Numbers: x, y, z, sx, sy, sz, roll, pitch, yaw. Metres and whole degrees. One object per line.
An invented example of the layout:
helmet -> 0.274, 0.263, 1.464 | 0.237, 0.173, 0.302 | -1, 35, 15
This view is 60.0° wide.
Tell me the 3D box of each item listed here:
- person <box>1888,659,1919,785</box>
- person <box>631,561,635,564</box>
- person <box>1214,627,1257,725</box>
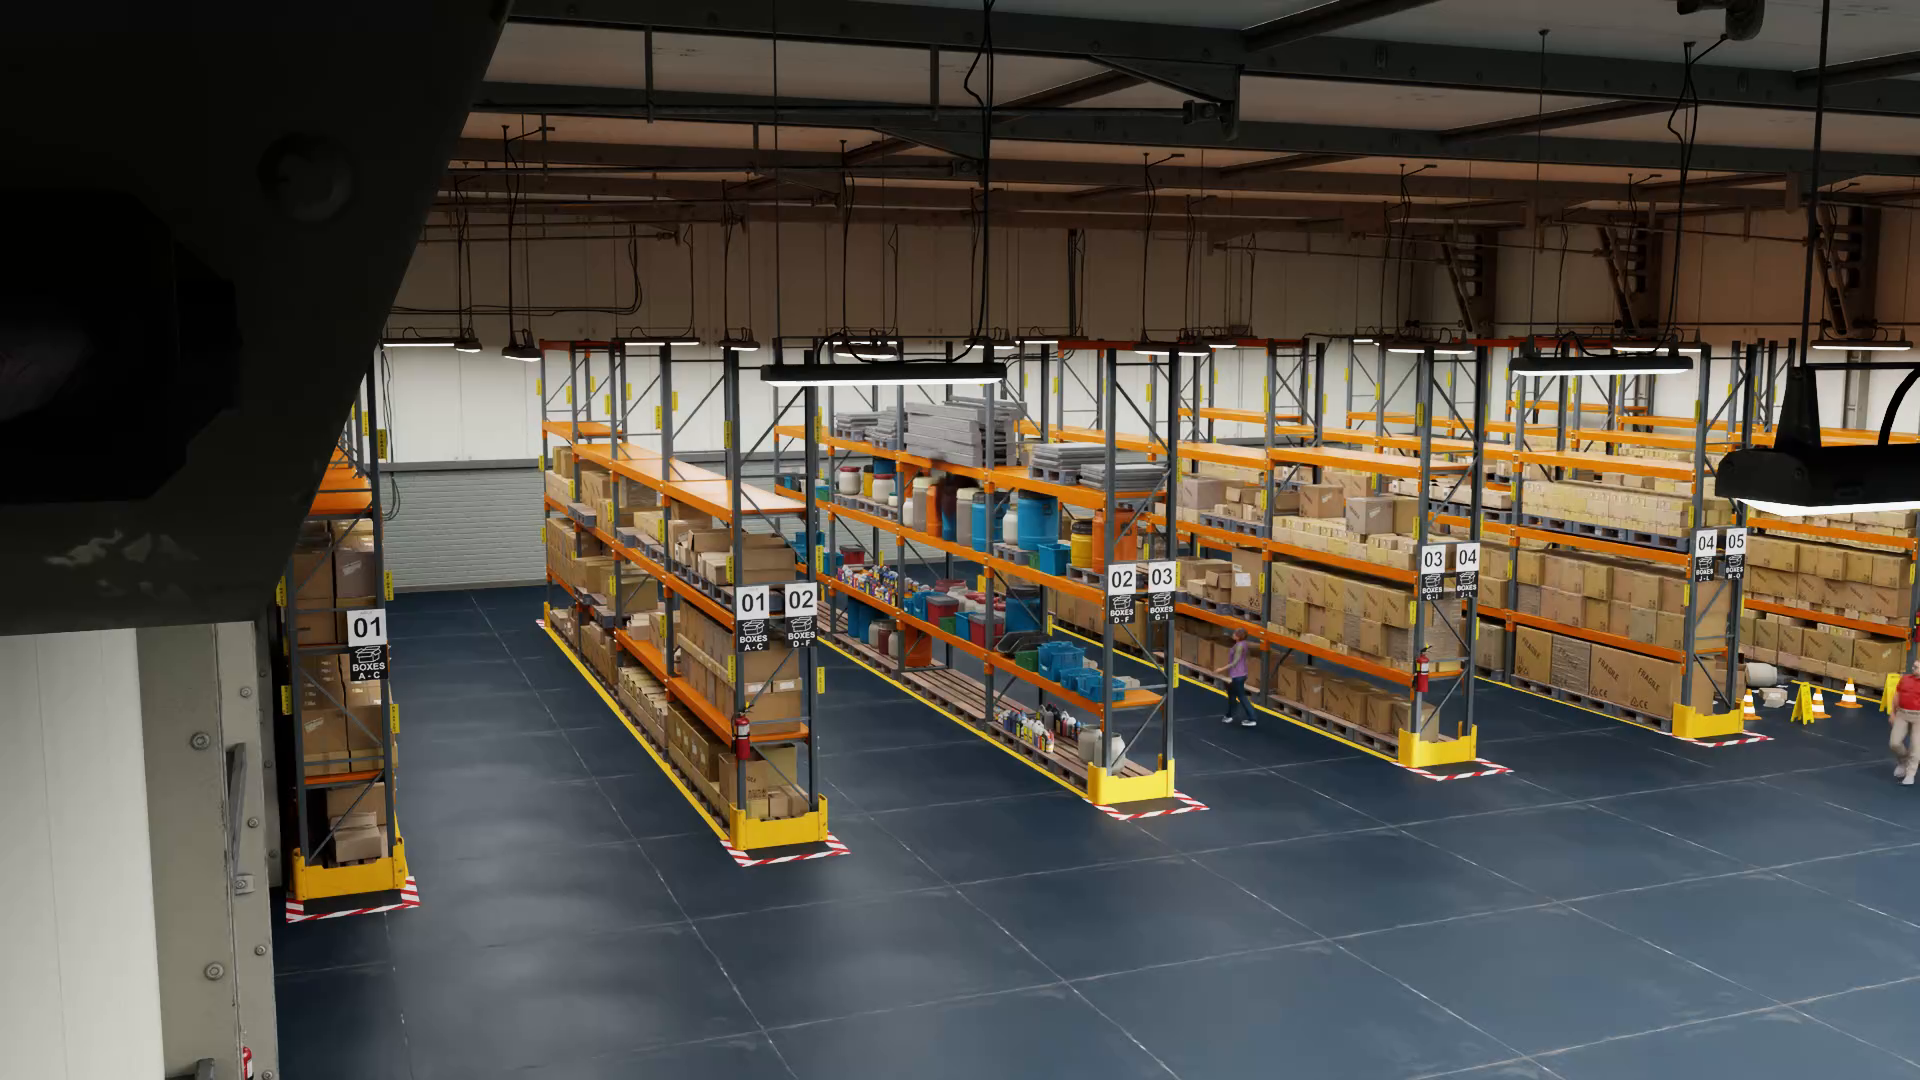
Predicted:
person -> 13.169, 2.494, 23.018 | 0.600, 1.710, 0.630 | 6, 10, 39
person -> -7.344, 0.752, 36.744 | 0.501, 1.619, 0.940 | -5, 9, -32
person -> 4.399, 2.179, 26.277 | 0.703, 1.636, 0.559 | 5, 9, 34
